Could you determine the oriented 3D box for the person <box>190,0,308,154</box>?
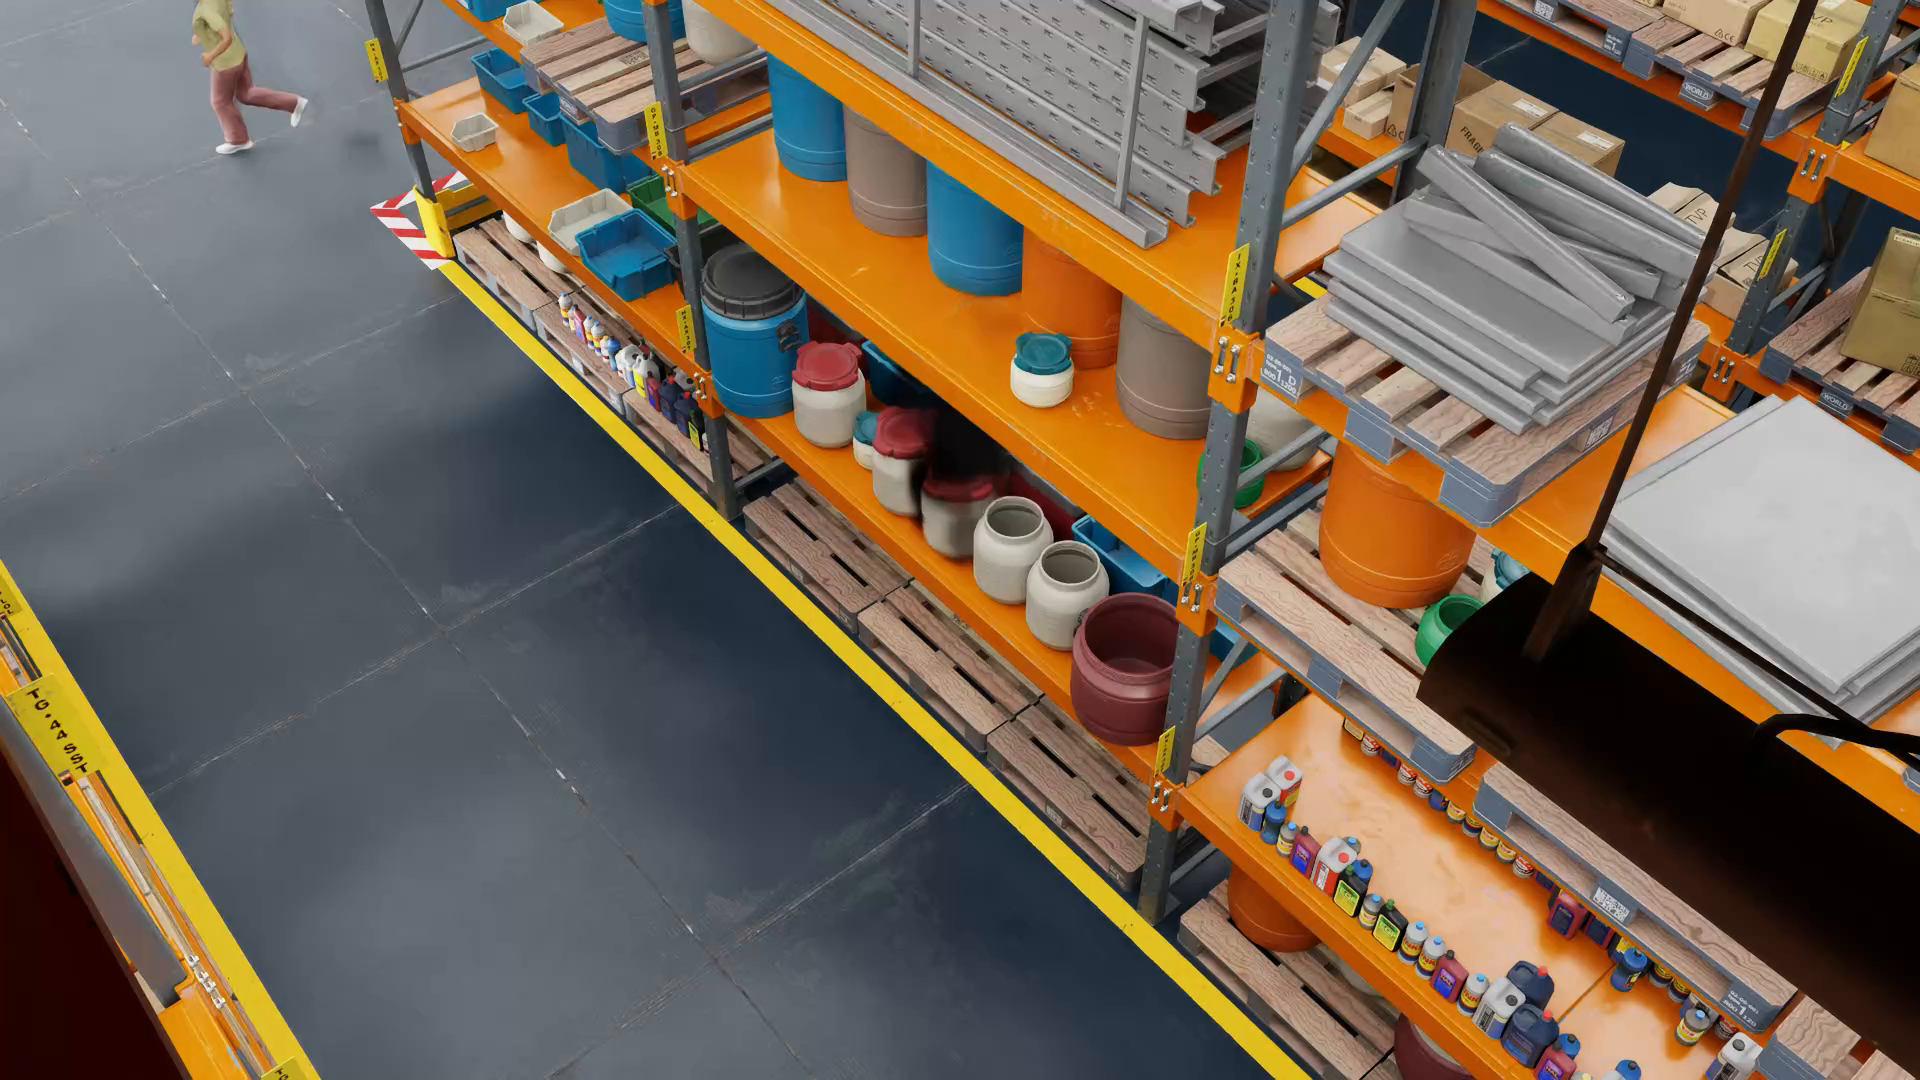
[{"bbox_3d":[-5.900,-3.897,13.562,0.838,1.665,0.587,-5,47,-5],"label":"person"}]
